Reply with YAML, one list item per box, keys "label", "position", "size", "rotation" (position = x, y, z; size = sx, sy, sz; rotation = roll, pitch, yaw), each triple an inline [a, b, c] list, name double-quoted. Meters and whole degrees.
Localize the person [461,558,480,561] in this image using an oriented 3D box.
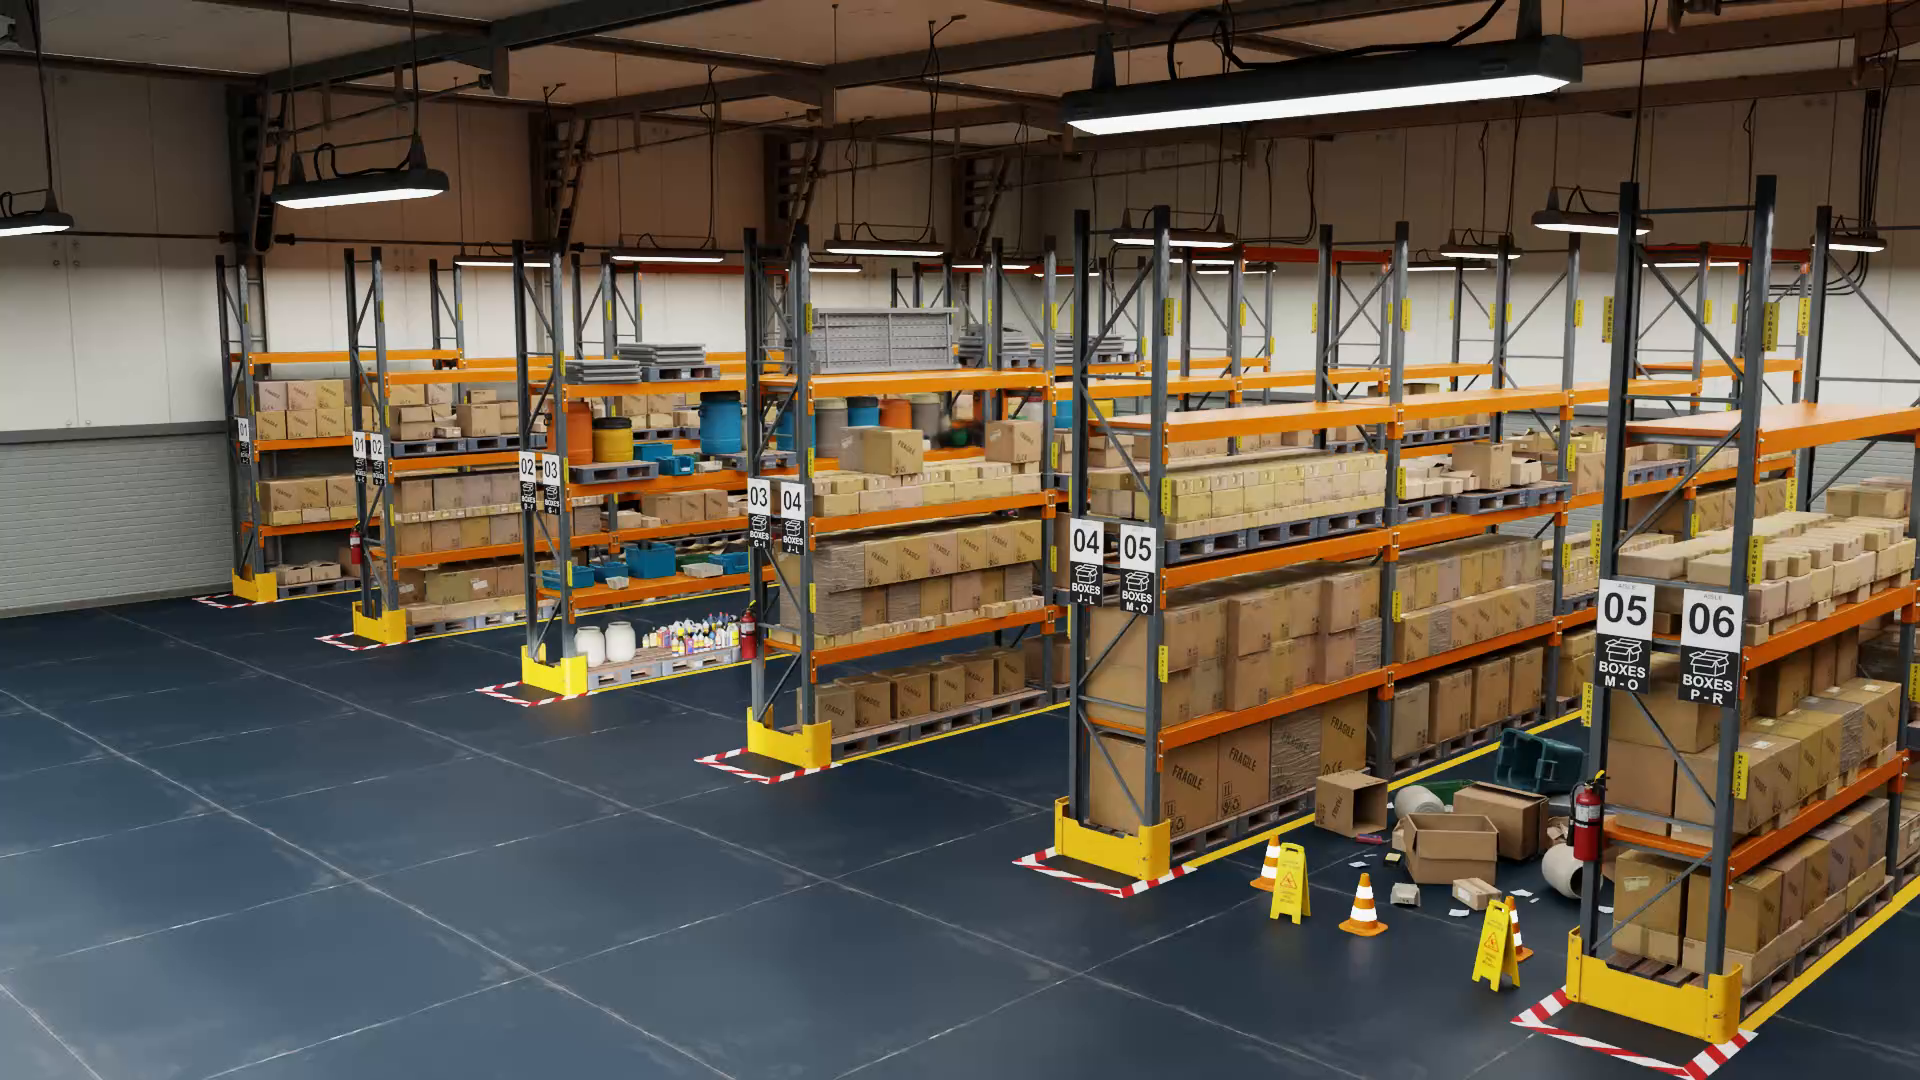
- label: "person"
  position: [-8.322, 0.271, 28.569]
  size: [0.681, 1.746, 0.726]
  rotation: [7, 11, 40]
